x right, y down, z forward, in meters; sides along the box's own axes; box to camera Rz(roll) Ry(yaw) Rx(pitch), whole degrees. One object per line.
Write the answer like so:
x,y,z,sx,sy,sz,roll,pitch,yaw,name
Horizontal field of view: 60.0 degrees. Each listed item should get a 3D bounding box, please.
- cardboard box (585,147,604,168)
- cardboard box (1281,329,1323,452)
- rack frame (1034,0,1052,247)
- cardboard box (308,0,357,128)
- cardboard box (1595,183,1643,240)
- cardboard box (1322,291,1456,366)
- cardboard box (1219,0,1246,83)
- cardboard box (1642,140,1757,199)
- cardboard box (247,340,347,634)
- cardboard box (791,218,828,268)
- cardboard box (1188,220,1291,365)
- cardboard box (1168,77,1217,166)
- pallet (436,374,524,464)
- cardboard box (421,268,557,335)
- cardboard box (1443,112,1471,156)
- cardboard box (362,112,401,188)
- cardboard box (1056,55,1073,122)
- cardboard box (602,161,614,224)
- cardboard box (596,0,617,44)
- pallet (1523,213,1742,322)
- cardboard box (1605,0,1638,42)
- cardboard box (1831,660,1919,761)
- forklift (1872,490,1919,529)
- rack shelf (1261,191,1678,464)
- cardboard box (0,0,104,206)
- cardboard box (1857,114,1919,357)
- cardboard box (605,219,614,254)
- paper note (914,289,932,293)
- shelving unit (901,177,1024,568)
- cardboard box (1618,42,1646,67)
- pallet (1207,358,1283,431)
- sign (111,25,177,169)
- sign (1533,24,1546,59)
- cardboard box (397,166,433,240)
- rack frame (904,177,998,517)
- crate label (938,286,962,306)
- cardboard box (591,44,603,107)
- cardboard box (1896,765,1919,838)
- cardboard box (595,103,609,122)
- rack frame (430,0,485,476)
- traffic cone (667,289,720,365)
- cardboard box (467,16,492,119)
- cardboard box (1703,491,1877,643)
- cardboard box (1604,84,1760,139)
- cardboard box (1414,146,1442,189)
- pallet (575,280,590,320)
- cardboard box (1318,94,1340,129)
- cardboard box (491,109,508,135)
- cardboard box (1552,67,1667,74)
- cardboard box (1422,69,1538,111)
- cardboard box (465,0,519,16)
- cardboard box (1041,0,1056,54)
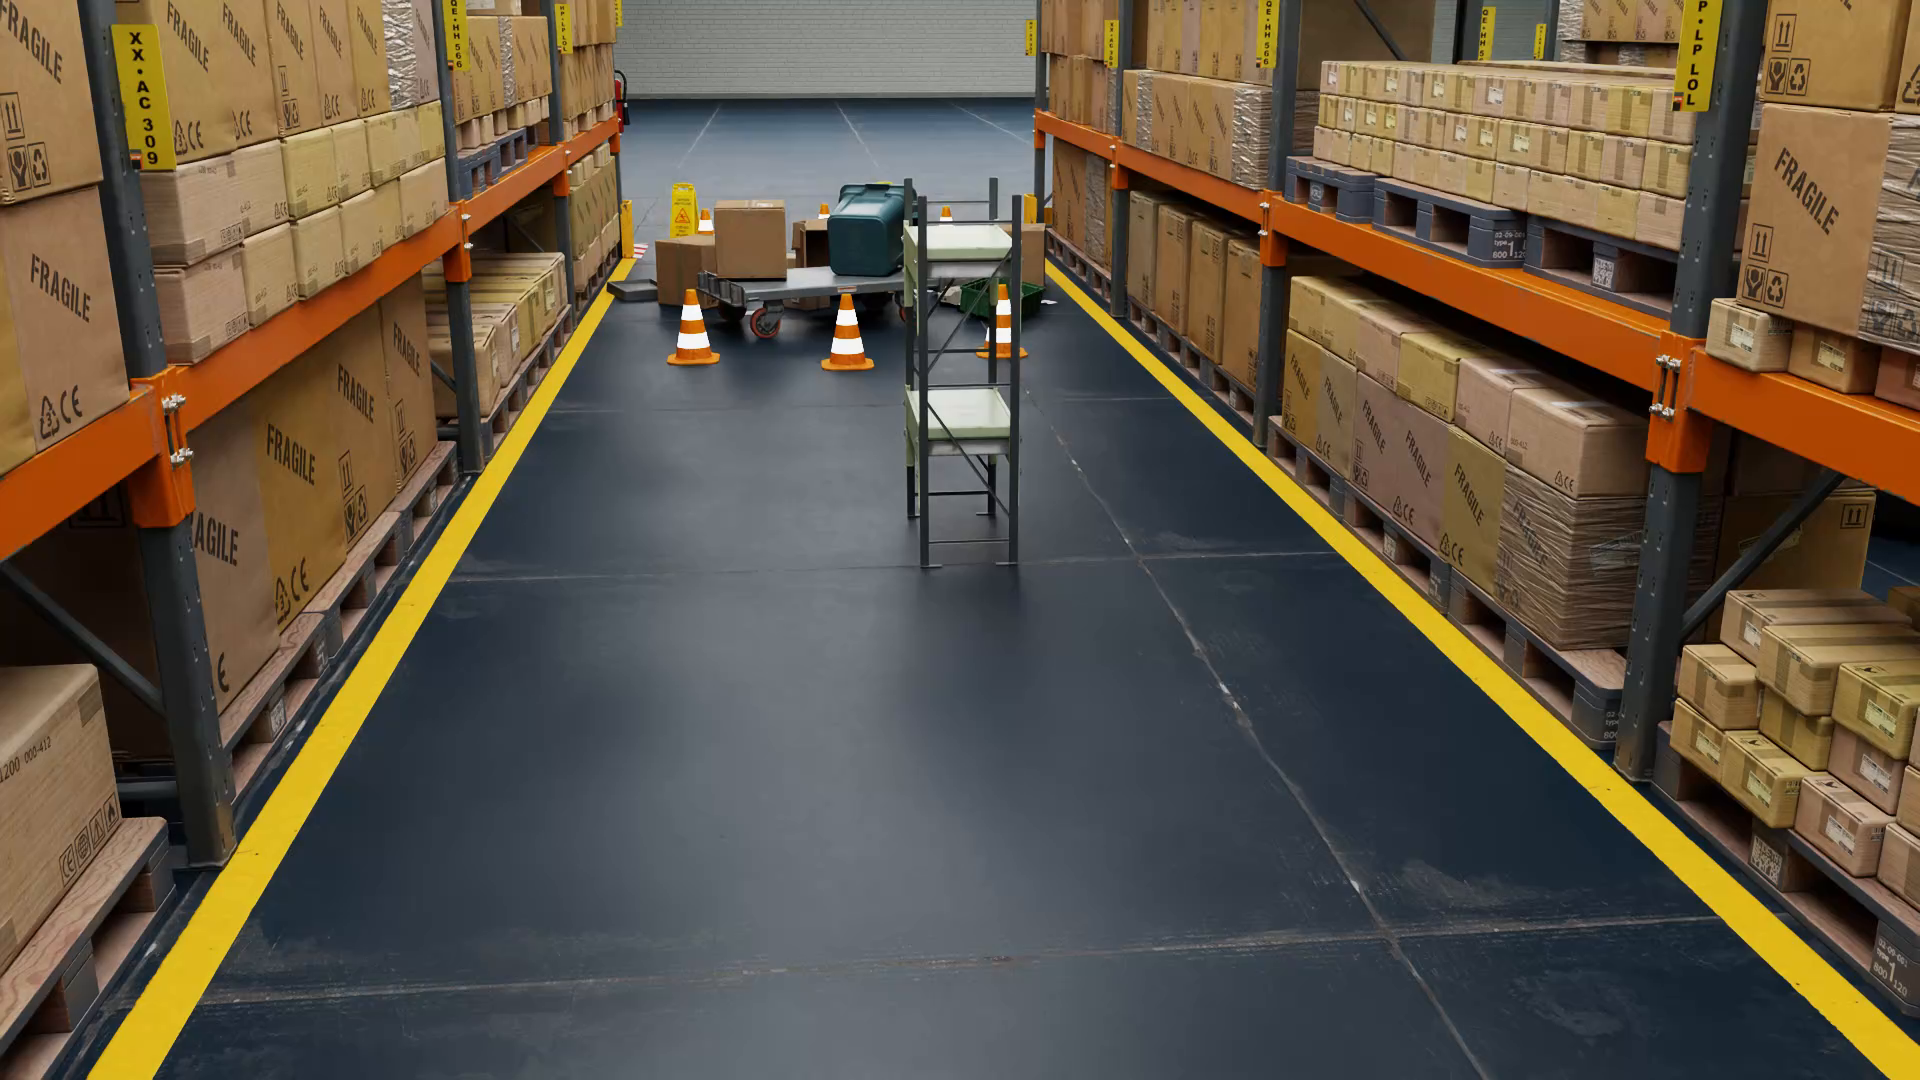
-3.193,-3.200,13.918,0.380,0.149,0.250,-1,17,-3,cardboard box
1.870,-0.725,7.950,0.500,0.500,0.500,-3,18,-8,cardboard box
1.225,-4.319,15.927,1.000,3.000,0.127,-2,18,-6,rack frame
-2.398,-1.680,5.683,0.500,0.500,0.500,-2,18,-7,cardboard box
2.198,-1.014,5.118,0.380,0.149,0.250,-2,18,-5,cardboard box
1.933,-0.937,7.375,0.500,0.250,0.500,-2,18,-6,cardboard box
1.905,-2.898,9.564,0.700,0.500,0.500,-2,18,-6,cardboard box
2.226,-1.079,4.827,0.380,0.149,0.250,-1,17,-4,cardboard box
-2.695,-0.199,5.648,0.875,0.875,0.875,-1,17,-4,cardboard box
-0.988,-2.500,14.300,0.637,0.503,0.797,16,24,42,cardboard box
1.984,-1.507,10.025,1.050,0.750,0.750,-2,17,-5,cardboard box
1.578,-2.559,10.155,0.500,0.500,0.500,-2,17,-5,cardboard box
-2.942,-0.655,8.911,1.003,0.211,1.213,-2,18,-6,pallet
-3.141,-1.521,10.699,0.950,0.372,0.625,-1,17,-2,cardboard box
2.067,-1.544,6.309,0.380,0.149,0.250,-1,17,-4,cardboard box
-2.430,-1.479,6.295,0.500,0.250,0.500,-2,18,-7,cardboard box
1.320,-3.948,14.493,0.875,0.550,0.550,-2,18,-6,cardboard box
-3.289,-2.996,14.351,0.500,0.500,0.500,-1,17,-4,cardboard box
-3.218,-4.358,13.716,0.700,0.500,0.500,-2,18,-6,cardboard box
2.529,-0.885,5.307,1.003,0.211,1.213,-2,18,-6,pallet
6.053,-4.639,14.611,0.500,0.500,0.500,-2,18,-6,cardboard box
2.337,0.399,3.964,0.380,0.149,0.250,-2,18,-6,cardboard box
5.022,-1.734,7.808,1.130,2.935,3.031,13,22,36,forklift
2.257,-0.997,6.545,1.077,0.370,4.000,-2,18,-6,rack shelf
-2.127,-0.954,3.371,0.500,0.500,0.500,-2,18,-6,cardboard box
2.322,-0.631,3.516,0.500,0.500,0.500,-2,18,-6,cardboard box
-3.291,-2.638,14.460,0.500,0.250,0.500,-2,18,-5,cardboard box
-0.322,-2.055,13.685,0.172,0.023,0.155,4,18,13,paper note
-0.001,-0.718,6.959,0.431,1.500,0.755,-2,18,-6,shelving unit
6.378,-4.172,14.793,0.875,0.500,0.500,-2,18,-6,cardboard box
2.044,-0.842,9.508,1.003,0.211,1.213,-2,18,-6,pallet
-1.898,-1.029,3.870,0.100,0.325,0.005,-2,18,-6,sign
5.630,-4.839,16.136,0.100,0.325,0.005,-2,18,-6,sign
-2.484,-1.387,6.837,0.500,0.250,0.500,-1,17,-5,cardboard box
-0.038,-0.827,7.306,0.400,1.500,0.023,-2,18,-6,rack frame
-0.025,-1.911,13.037,0.250,0.136,0.298,16,24,42,crate label
-3.263,-3.874,13.846,0.500,0.500,0.500,-2,18,-6,cardboard box
2.383,0.616,3.767,0.380,0.149,0.250,-3,18,-8,cardboard box
-3.238,-3.687,14.331,0.380,0.149,0.250,-1,17,-5,cardboard box
-2.863,-1.753,7.752,1.000,3.000,0.127,-2,18,-6,rack frame
-1.755,-1.408,10.889,0.336,0.463,0.334,-2,18,-6,traffic cone
-2.740,-2.439,8.573,0.500,0.500,0.500,-1,17,-3,cardboard box
2.651,0.020,5.578,0.500,0.500,0.500,-1,17,-3,cardboard box
2.199,-1.302,5.041,0.380,0.149,0.250,-2,18,-7,cardboard box
2.035,-1.482,6.607,0.380,0.149,0.250,-2,17,-5,cardboard box
-3.380,-1.813,12.599,1.003,0.211,1.213,-2,18,-6,pallet
1.901,-2.008,7.787,0.380,0.149,0.250,-1,17,-3,cardboard box
-2.830,-2.419,9.592,0.380,0.149,0.250,-1,17,-4,cardboard box
2.658,-1.864,6.831,0.380,0.149,0.250,-2,18,-6,cardboard box
2.043,-1.765,6.516,0.380,0.149,0.250,-1,17,-4,cardboard box
-2.867,-3.227,10.002,0.380,0.149,0.250,-3,18,-8,cardboard box
1.225,-4.794,15.387,0.875,0.550,0.550,-2,18,-6,cardboard box
